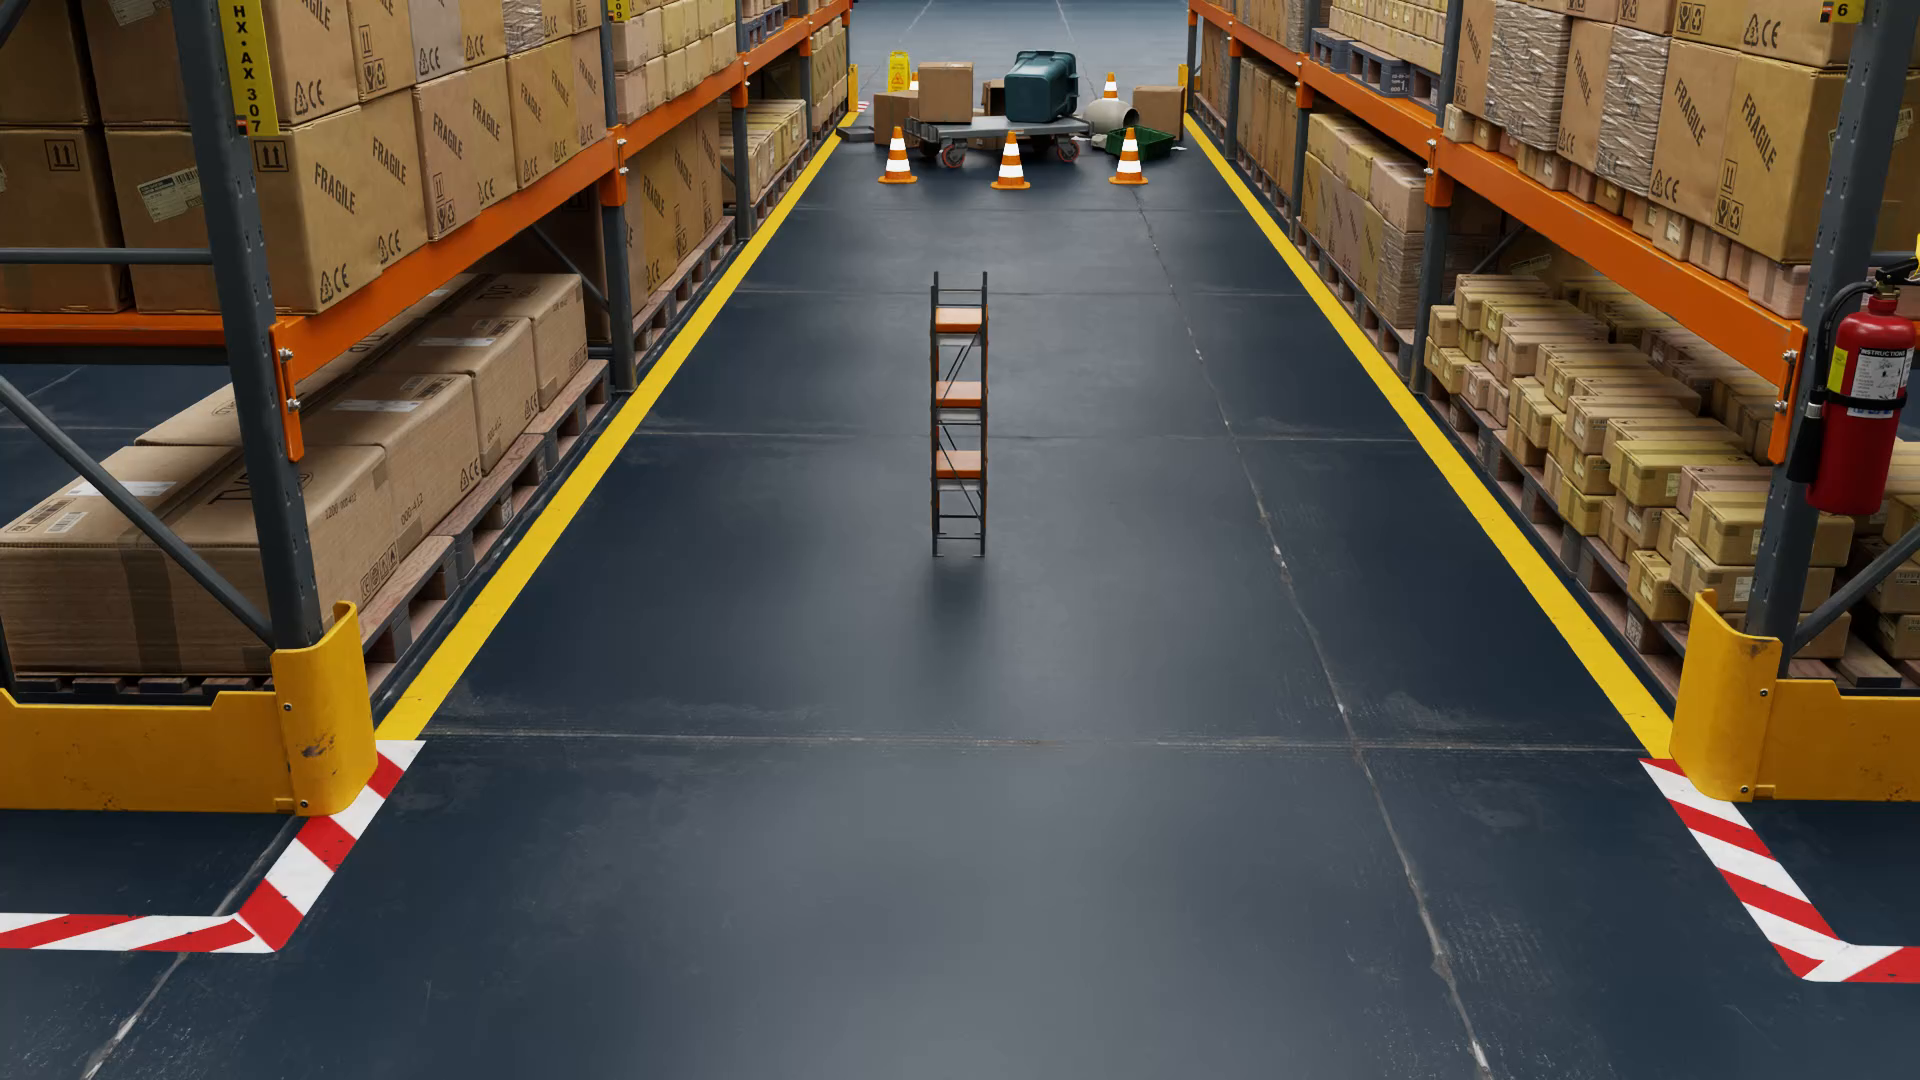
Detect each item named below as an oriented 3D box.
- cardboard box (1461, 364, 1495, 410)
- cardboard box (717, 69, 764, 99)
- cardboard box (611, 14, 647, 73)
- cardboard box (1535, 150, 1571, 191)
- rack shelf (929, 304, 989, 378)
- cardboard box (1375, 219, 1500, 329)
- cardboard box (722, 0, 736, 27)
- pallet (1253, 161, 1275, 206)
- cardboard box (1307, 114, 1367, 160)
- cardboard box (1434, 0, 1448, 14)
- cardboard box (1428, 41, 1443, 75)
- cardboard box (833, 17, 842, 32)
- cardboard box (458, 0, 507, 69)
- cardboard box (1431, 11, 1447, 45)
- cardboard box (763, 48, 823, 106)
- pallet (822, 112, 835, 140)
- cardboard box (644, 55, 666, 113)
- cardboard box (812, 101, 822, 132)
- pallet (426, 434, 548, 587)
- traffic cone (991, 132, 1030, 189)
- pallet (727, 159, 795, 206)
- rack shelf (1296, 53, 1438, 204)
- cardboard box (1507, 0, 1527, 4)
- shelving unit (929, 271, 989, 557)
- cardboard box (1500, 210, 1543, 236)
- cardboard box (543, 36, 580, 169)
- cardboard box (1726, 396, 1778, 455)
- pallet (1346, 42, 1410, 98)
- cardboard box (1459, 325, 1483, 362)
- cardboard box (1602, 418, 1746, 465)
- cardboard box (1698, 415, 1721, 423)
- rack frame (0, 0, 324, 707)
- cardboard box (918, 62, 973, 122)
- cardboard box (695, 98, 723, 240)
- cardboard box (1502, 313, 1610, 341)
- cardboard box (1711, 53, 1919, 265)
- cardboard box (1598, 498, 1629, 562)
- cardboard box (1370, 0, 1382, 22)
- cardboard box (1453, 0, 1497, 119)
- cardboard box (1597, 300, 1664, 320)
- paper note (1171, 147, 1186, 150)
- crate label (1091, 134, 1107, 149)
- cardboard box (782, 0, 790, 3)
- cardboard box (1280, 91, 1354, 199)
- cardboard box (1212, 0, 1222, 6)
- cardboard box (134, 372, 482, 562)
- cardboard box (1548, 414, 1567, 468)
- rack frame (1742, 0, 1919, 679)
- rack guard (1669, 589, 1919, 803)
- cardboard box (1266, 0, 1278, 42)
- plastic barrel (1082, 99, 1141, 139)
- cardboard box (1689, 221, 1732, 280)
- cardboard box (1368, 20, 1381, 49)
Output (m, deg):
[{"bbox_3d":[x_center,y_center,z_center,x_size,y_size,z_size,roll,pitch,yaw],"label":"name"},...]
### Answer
[{"bbox_3d":[2.499,-0.694,7.532,0.380,0.149,0.250,1,21,1],"label":"cardboard box"},{"bbox_3d":[-2.163,-4.533,16.249,0.500,0.500,0.500,0,21,1],"label":"cardboard box"},{"bbox_3d":[-1.861,-2.479,8.288,0.500,0.250,0.500,0,21,0],"label":"cardboard box"},{"bbox_3d":[2.468,-1.450,6.466,0.380,0.149,0.250,2,21,4],"label":"cardboard box"},{"bbox_3d":[-0.002,-0.725,6.190,0.215,0.259,0.240,1,21,2],"label":"rack shelf"},{"bbox_3d":[2.565,-1.443,8.977,0.500,0.500,0.500,0,21,1],"label":"cardboard box"},{"bbox_3d":[-1.795,-3.592,11.155,0.500,0.250,0.500,1,21,1],"label":"cardboard box"},{"bbox_3d":[3.056,-3.013,14.002,1.003,0.211,1.213,1,21,2],"label":"pallet"},{"bbox_3d":[2.653,-2.722,11.236,0.500,0.250,0.500,0,21,-1],"label":"cardboard box"},{"bbox_3d":[2.619,-2.743,8.395,0.380,0.149,0.250,0,21,0],"label":"cardboard box"},{"bbox_3d":[2.616,-2.461,8.491,0.380,0.149,0.250,1,21,2],"label":"cardboard box"},{"bbox_3d":[-1.499,-5.639,18.202,0.380,0.149,0.250,1,21,3],"label":"cardboard box"},{"bbox_3d":[-1.948,-1.951,5.889,0.500,0.500,0.500,1,21,2],"label":"cardboard box"},{"bbox_3d":[2.616,-2.601,8.441,0.380,0.149,0.250,1,21,2],"label":"cardboard box"},{"bbox_3d":[-1.625,-4.527,16.232,0.500,0.500,0.500,2,21,4],"label":"cardboard box"},{"bbox_3d":[-1.893,-4.438,17.676,1.003,0.211,1.213,1,21,2],"label":"pallet"},{"bbox_3d":[-1.865,-2.434,8.862,0.500,0.250,0.500,0,21,0],"label":"cardboard box"},{"bbox_3d":[-1.625,-4.177,16.368,0.500,0.250,0.500,0,21,-1],"label":"cardboard box"},{"bbox_3d":[-2.292,-0.144,6.608,1.003,0.211,1.213,1,21,2],"label":"pallet"},{"bbox_3d":[0.440,-3.290,14.370,0.336,0.463,0.334,1,21,2],"label":"traffic cone"},{"bbox_3d":[-1.969,-3.029,14.044,1.003,0.211,1.213,1,21,2],"label":"pallet"},{"bbox_3d":[2.856,-2.530,9.897,1.077,0.370,4.000,1,21,2],"label":"rack shelf"},{"bbox_3d":[2.537,-2.446,6.754,0.500,0.500,0.500,0,21,0],"label":"cardboard box"},{"bbox_3d":[-0.002,-0.470,6.289,0.215,1.050,0.252,1,21,2],"label":"shelving unit"},{"bbox_3d":[3.081,-1.787,8.825,0.500,0.250,0.500,0,21,-1],"label":"cardboard box"},{"bbox_3d":[-1.925,-1.850,7.013,0.500,0.500,0.500,0,21,0],"label":"cardboard box"},{"bbox_3d":[2.995,-0.407,5.970,0.380,0.149,0.250,1,21,4],"label":"cardboard box"},{"bbox_3d":[2.897,-2.783,9.820,1.003,0.211,1.213,1,21,2],"label":"pallet"},{"bbox_3d":[2.546,-0.928,7.722,0.380,0.149,0.250,1,21,2],"label":"cardboard box"},{"bbox_3d":[2.453,-0.312,5.726,0.380,0.149,0.250,0,21,-1],"label":"cardboard box"},{"bbox_3d":[2.926,-0.363,6.267,0.380,0.149,0.250,2,21,4],"label":"cardboard box"},{"bbox_3d":[-2.278,-0.714,4.222,1.000,3.000,0.127,1,21,2],"label":"rack frame"},{"bbox_3d":[-0.133,-4.232,15.697,0.500,0.500,0.500,1,21,2],"label":"cardboard box"},{"bbox_3d":[-2.138,-2.563,11.344,0.875,0.875,0.875,0,21,1],"label":"cardboard box"},{"bbox_3d":[2.566,-0.879,7.185,0.380,0.149,0.250,0,21,0],"label":"cardboard box"},{"bbox_3d":[2.429,-1.047,4.530,0.500,0.500,0.500,1,21,3],"label":"cardboard box"},{"bbox_3d":[2.476,-0.033,5.829,0.380,0.149,0.250,1,21,2],"label":"cardboard box"},{"bbox_3d":[2.663,-3.168,9.902,0.380,0.149,0.250,0,21,1],"label":"cardboard box"},{"bbox_3d":[2.528,-2.151,7.377,0.500,0.500,0.500,0,21,1],"label":"cardboard box"},{"bbox_3d":[3.076,-0.972,7.425,0.380,0.149,0.250,0,21,1],"label":"cardboard box"},{"bbox_3d":[2.153,-3.904,16.548,0.147,0.020,0.142,-16,26,-35],"label":"paper note"},{"bbox_3d":[1.457,-3.960,16.545,0.298,0.136,0.250,-16,26,-35],"label":"crate label"},{"bbox_3d":[-1.654,-4.661,14.163,0.380,0.149,0.250,1,21,2],"label":"cardboard box"},{"bbox_3d":[3.025,-2.955,12.527,1.050,0.750,0.750,0,21,1],"label":"cardboard box"},{"bbox_3d":[3.081,-5.824,17.185,0.875,0.550,0.500,1,21,2],"label":"cardboard box"},{"bbox_3d":[-2.338,-0.286,6.081,0.875,0.438,0.875,1,21,3],"label":"cardboard box"},{"bbox_3d":[2.447,-0.363,6.268,0.380,0.149,0.250,2,21,4],"label":"cardboard box"},{"bbox_3d":[2.673,-0.696,4.176,1.000,3.000,0.127,1,21,2],"label":"rack frame"},{"bbox_3d":[2.675,0.442,4.699,1.175,0.500,0.348,1,21,2],"label":"rack guard"},{"bbox_3d":[2.694,-4.162,12.971,0.500,0.500,0.500,0,21,1],"label":"cardboard box"},{"bbox_3d":[1.539,-4.261,16.925,0.512,0.421,0.421,18,27,38],"label":"plastic barrel"},{"bbox_3d":[2.438,-0.880,4.998,0.380,0.149,0.250,0,21,1],"label":"cardboard box"},{"bbox_3d":[2.663,-3.028,9.954,0.380,0.149,0.250,1,21,2],"label":"cardboard box"}]
